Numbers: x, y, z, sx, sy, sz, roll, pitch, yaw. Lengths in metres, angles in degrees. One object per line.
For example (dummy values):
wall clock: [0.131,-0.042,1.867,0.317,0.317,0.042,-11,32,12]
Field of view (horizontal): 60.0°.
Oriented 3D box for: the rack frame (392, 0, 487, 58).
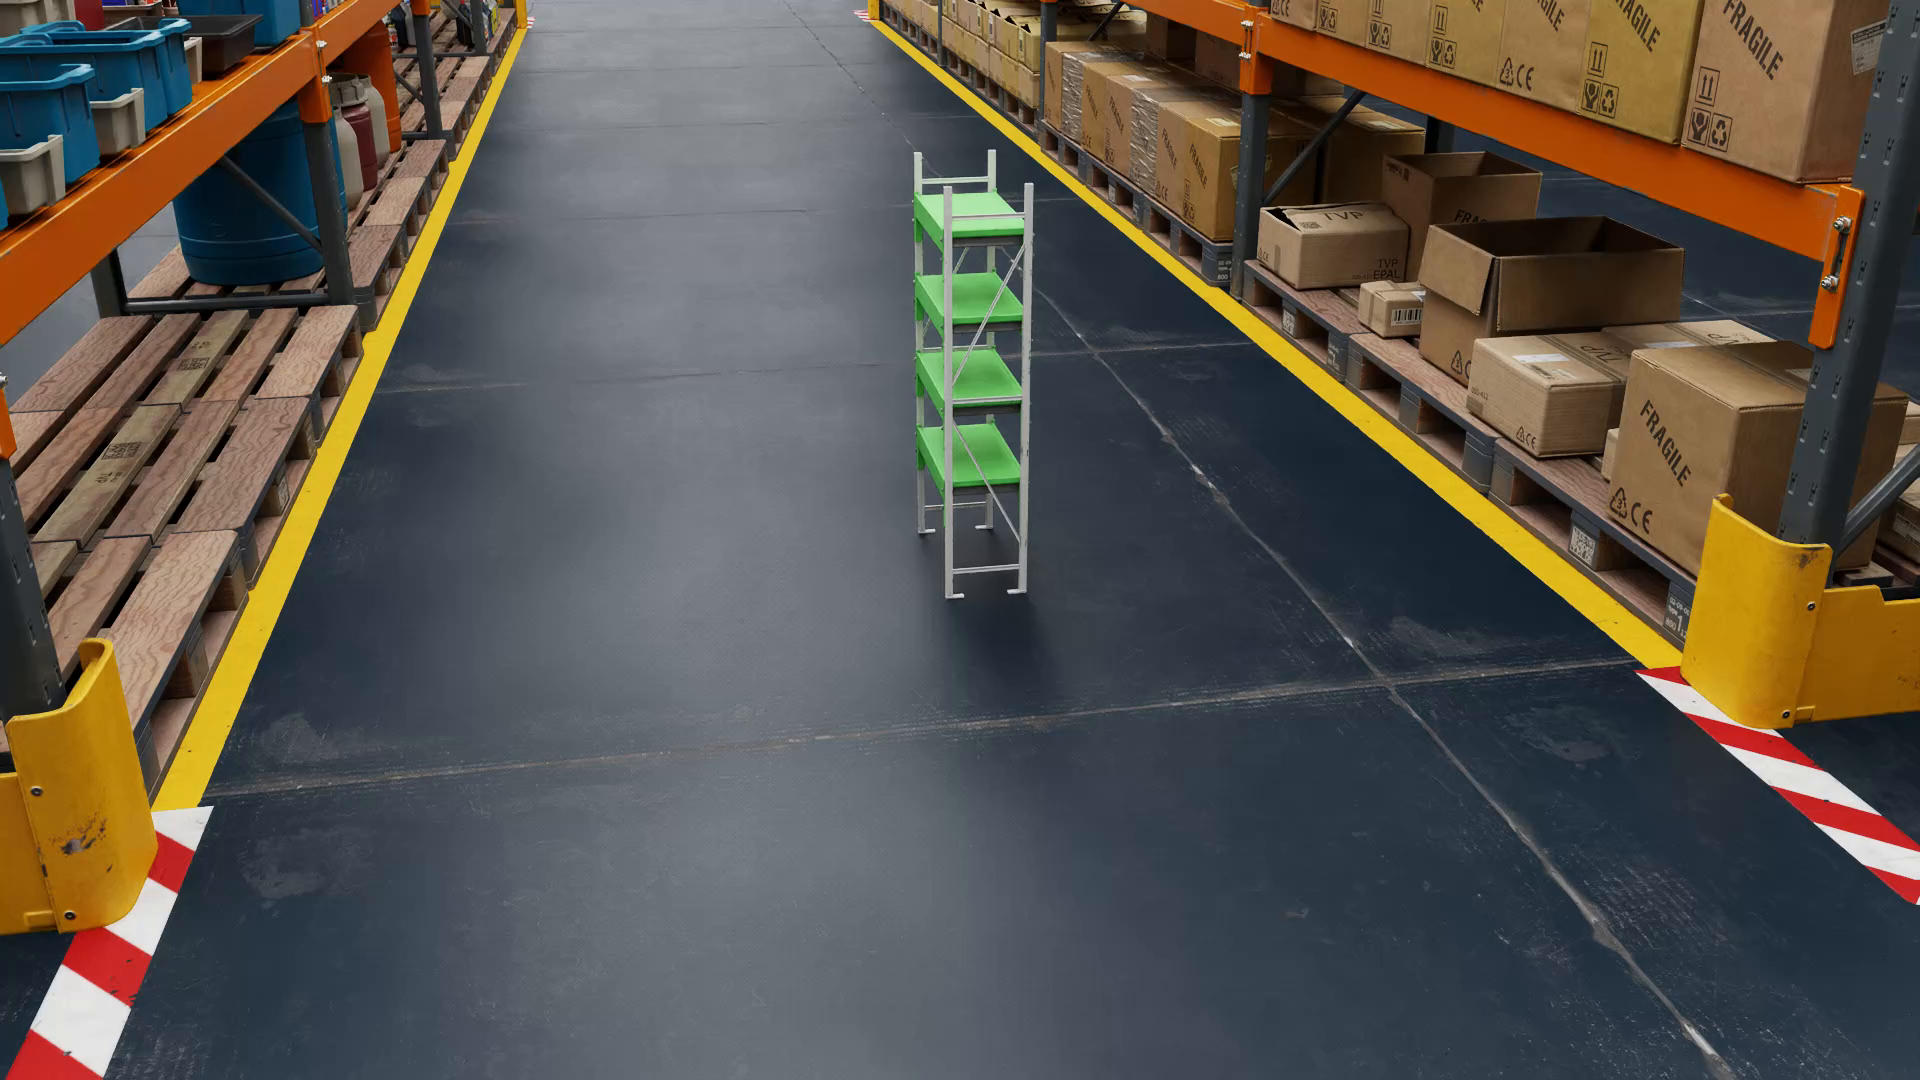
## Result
rack frame: [-4.565,-5.331,13.709,1.000,3.000,0.127,-4,24,-10]

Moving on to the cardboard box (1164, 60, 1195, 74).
cardboard box: [1.543,-2.625,10.086,0.500,0.500,0.500,-5,24,-12]

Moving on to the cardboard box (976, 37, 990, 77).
cardboard box: [0.420,-3.847,13.221,0.500,0.250,0.500,-4,24,-9]

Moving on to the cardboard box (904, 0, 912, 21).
cardboard box: [-0.279,-5.385,16.742,0.500,0.250,0.500,-4,24,-10]

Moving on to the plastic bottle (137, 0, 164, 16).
plastic bottle: [-3.357,-2.241,6.882,0.097,0.201,0.097,0,24,0]

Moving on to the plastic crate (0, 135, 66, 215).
plastic crate: [-2.046,-0.772,3.523,0.250,0.136,0.298,-4,24,-10]

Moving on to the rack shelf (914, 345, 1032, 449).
rack shelf: [0.031,-0.426,4.886,0.258,0.148,0.480,-4,24,-10]

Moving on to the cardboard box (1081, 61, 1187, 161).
cardboard box: [1.037,-2.576,9.973,0.500,0.500,0.500,-5,24,-10]

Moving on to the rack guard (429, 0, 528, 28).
rack guard: [-5.244,-5.733,17.751,1.175,0.500,0.348,-4,24,-10]

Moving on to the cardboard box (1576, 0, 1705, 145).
cardboard box: [2.073,-1.382,4.541,0.500,0.500,0.500,-4,24,-9]

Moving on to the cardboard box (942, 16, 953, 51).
cardboard box: [0.135,-4.452,14.606,0.500,0.250,0.500,-5,24,-11]

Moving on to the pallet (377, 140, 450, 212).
pallet: [-3.638,-2.173,9.962,1.003,0.211,1.213,-4,24,-10]

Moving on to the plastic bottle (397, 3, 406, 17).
plastic bottle: [-5.002,-4.626,14.855,0.144,0.351,0.185,-6,24,-12]

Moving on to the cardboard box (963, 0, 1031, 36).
cardboard box: [0.320,-4.304,13.567,0.500,0.311,0.500,-5,24,-11]

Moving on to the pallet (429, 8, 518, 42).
pallet: [-5.099,-5.280,17.076,1.003,0.211,1.213,-4,24,-10]

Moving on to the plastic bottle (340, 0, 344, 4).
plastic bottle: [-2.895,-2.572,7.639,0.097,0.201,0.097,0,24,0]

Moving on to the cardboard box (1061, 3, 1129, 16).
cardboard box: [1.038,-3.947,12.749,0.500,0.311,0.500,-5,24,-11]

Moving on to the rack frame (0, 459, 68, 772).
rack frame: [-2.346,-0.611,2.902,1.000,3.000,0.127,-4,24,-10]

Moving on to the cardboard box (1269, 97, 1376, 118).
cardboard box: [1.824,-2.023,8.708,0.500,0.500,0.500,-4,24,-9]

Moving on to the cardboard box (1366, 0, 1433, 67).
cardboard box: [1.798,-1.977,5.903,0.500,0.500,0.500,-4,24,-10]

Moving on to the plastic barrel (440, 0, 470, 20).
plastic barrel: [-5.015,-5.507,16.694,0.421,0.512,0.421,0,24,0]

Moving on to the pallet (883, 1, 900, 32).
pallet: [-0.253,-5.694,18.024,1.003,0.211,1.213,-4,24,-10]

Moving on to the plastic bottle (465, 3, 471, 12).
plastic bottle: [-4.560,-4.853,15.468,0.152,0.276,0.135,-4,24,-10]

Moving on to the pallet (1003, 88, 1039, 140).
pallet: [0.930,-3.172,12.249,1.003,0.211,1.213,-4,24,-10]

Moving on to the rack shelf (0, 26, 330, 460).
rack shelf: [-2.715,-1.068,4.847,1.077,0.370,4.000,-4,24,-10]

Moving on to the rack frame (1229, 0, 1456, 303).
rack frame: [1.783,-2.550,7.340,1.000,3.000,0.127,-4,24,-10]

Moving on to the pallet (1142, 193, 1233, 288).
pallet: [1.596,-1.589,8.624,1.003,0.211,1.213,-4,24,-10]

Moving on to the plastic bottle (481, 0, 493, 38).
plastic bottle: [-4.341,-4.741,15.118,0.144,0.351,0.185,-5,24,-12]

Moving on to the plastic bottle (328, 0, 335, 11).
plastic bottle: [-2.864,-2.482,7.340,0.152,0.276,0.135,-4,24,-10]

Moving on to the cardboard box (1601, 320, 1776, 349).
cardboard box: [2.516,-0.546,5.638,0.500,0.250,0.500,-4,24,-10]

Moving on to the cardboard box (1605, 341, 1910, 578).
cardboard box: [2.180,-0.228,4.598,0.500,0.500,0.500,-4,24,-10]

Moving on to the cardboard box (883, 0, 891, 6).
cardboard box: [-0.555,-5.975,18.093,0.500,0.250,0.500,-4,24,-10]

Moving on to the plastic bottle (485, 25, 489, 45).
plastic bottle: [-4.230,-4.488,14.725,0.097,0.201,0.097,0,24,0]

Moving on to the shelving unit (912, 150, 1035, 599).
shelving unit: [0.031,-0.485,4.861,0.258,1.200,0.503,-4,24,-10]

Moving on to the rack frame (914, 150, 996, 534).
rack frame: [-0.015,-0.581,5.081,0.240,1.200,0.015,-4,24,-10]

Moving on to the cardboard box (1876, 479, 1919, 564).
cardboard box: [2.783,-0.062,4.655,0.380,0.149,0.250,-4,24,-10]

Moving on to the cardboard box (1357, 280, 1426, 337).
cardboard box: [1.818,-0.932,6.627,0.380,0.166,0.250,-4,24,-10]

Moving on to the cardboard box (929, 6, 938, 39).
cardboard box: [0.004,-4.795,15.392,0.500,0.250,0.500,-4,24,-10]

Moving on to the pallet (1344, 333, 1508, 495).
pallet: [2.138,-0.521,6.178,1.003,0.211,1.213,-4,24,-10]

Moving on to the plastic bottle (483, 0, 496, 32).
plastic bottle: [-4.420,-4.909,15.501,0.144,0.351,0.185,-4,24,-10]

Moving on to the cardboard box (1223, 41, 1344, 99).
cardboard box: [1.748,-2.551,8.980,0.500,0.250,0.500,-4,24,-10]

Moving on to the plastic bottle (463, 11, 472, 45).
plastic bottle: [-4.384,-4.563,14.794,0.061,0.283,0.133,-4,24,-10]

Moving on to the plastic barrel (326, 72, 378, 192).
plastic barrel: [-3.509,-2.210,9.050,0.600,0.588,0.708,-4,24,-10]

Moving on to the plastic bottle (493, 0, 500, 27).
plastic bottle: [-4.514,-5.067,15.957,0.152,0.276,0.135,-4,24,-9]

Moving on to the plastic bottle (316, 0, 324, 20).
plastic bottle: [-2.758,-2.359,7.050,0.061,0.283,0.133,-4,24,-10]

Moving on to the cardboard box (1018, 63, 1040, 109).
cardboard box: [0.707,-3.244,11.841,0.500,0.250,0.500,-4,24,-8]

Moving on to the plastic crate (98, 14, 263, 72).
plastic crate: [-2.614,-1.666,5.584,0.437,0.125,0.590,-4,24,-10]

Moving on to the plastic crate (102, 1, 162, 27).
plastic crate: [-3.140,-1.898,6.101,0.396,0.136,0.243,-4,24,-10]

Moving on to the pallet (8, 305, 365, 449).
pallet: [-2.911,-0.620,6.406,1.003,0.211,1.213,-4,24,-10]

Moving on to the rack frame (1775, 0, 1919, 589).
rack frame: [2.523,-0.976,3.738,1.000,3.000,0.127,-4,24,-10]

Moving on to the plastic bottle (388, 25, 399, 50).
plastic bottle: [-4.938,-4.370,14.455,0.097,0.201,0.097,0,24,0]

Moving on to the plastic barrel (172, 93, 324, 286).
plastic barrel: [-3.169,-1.631,7.333,0.600,0.901,0.708,-4,24,-10]

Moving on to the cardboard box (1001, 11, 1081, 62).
cardboard box: [0.602,-3.704,12.193,0.500,0.311,0.500,-5,24,-11]

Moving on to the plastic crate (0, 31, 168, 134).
plastic crate: [-2.311,-1.201,4.387,0.416,0.233,0.300,-4,24,-10]

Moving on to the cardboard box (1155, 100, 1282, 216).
cardboard box: [1.327,-1.974,8.595,0.500,0.500,0.500,-4,24,-10]

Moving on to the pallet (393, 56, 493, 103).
pallet: [-4.381,-3.747,13.566,1.003,0.211,1.213,-4,24,-10]
